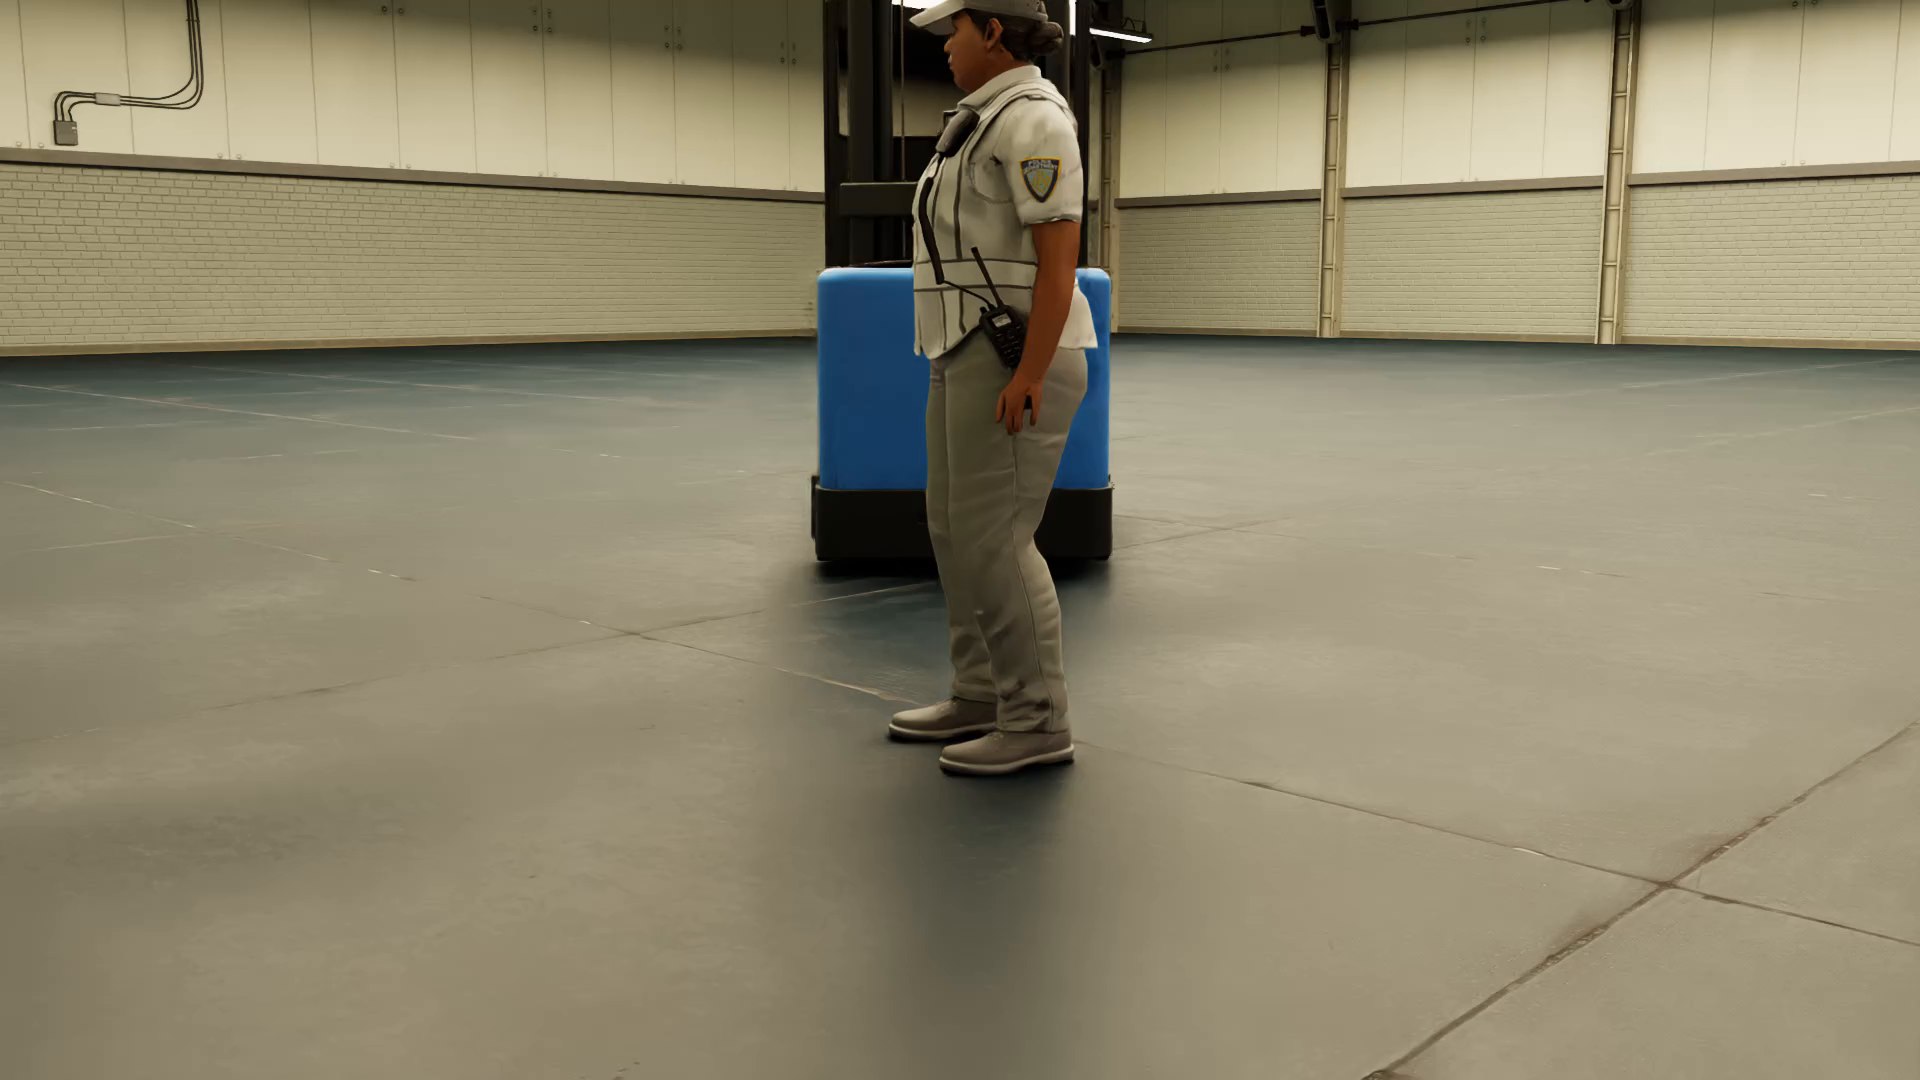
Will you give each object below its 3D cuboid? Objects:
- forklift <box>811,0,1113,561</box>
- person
[{"bbox_3d":[-0.022,-1.540,7.103,1.130,2.935,3.031,0,9,-1],"label":"forklift"},{"bbox_3d":[0.070,-0.359,3.530,0.408,1.666,0.563,-2,9,-11],"label":"person"}]
